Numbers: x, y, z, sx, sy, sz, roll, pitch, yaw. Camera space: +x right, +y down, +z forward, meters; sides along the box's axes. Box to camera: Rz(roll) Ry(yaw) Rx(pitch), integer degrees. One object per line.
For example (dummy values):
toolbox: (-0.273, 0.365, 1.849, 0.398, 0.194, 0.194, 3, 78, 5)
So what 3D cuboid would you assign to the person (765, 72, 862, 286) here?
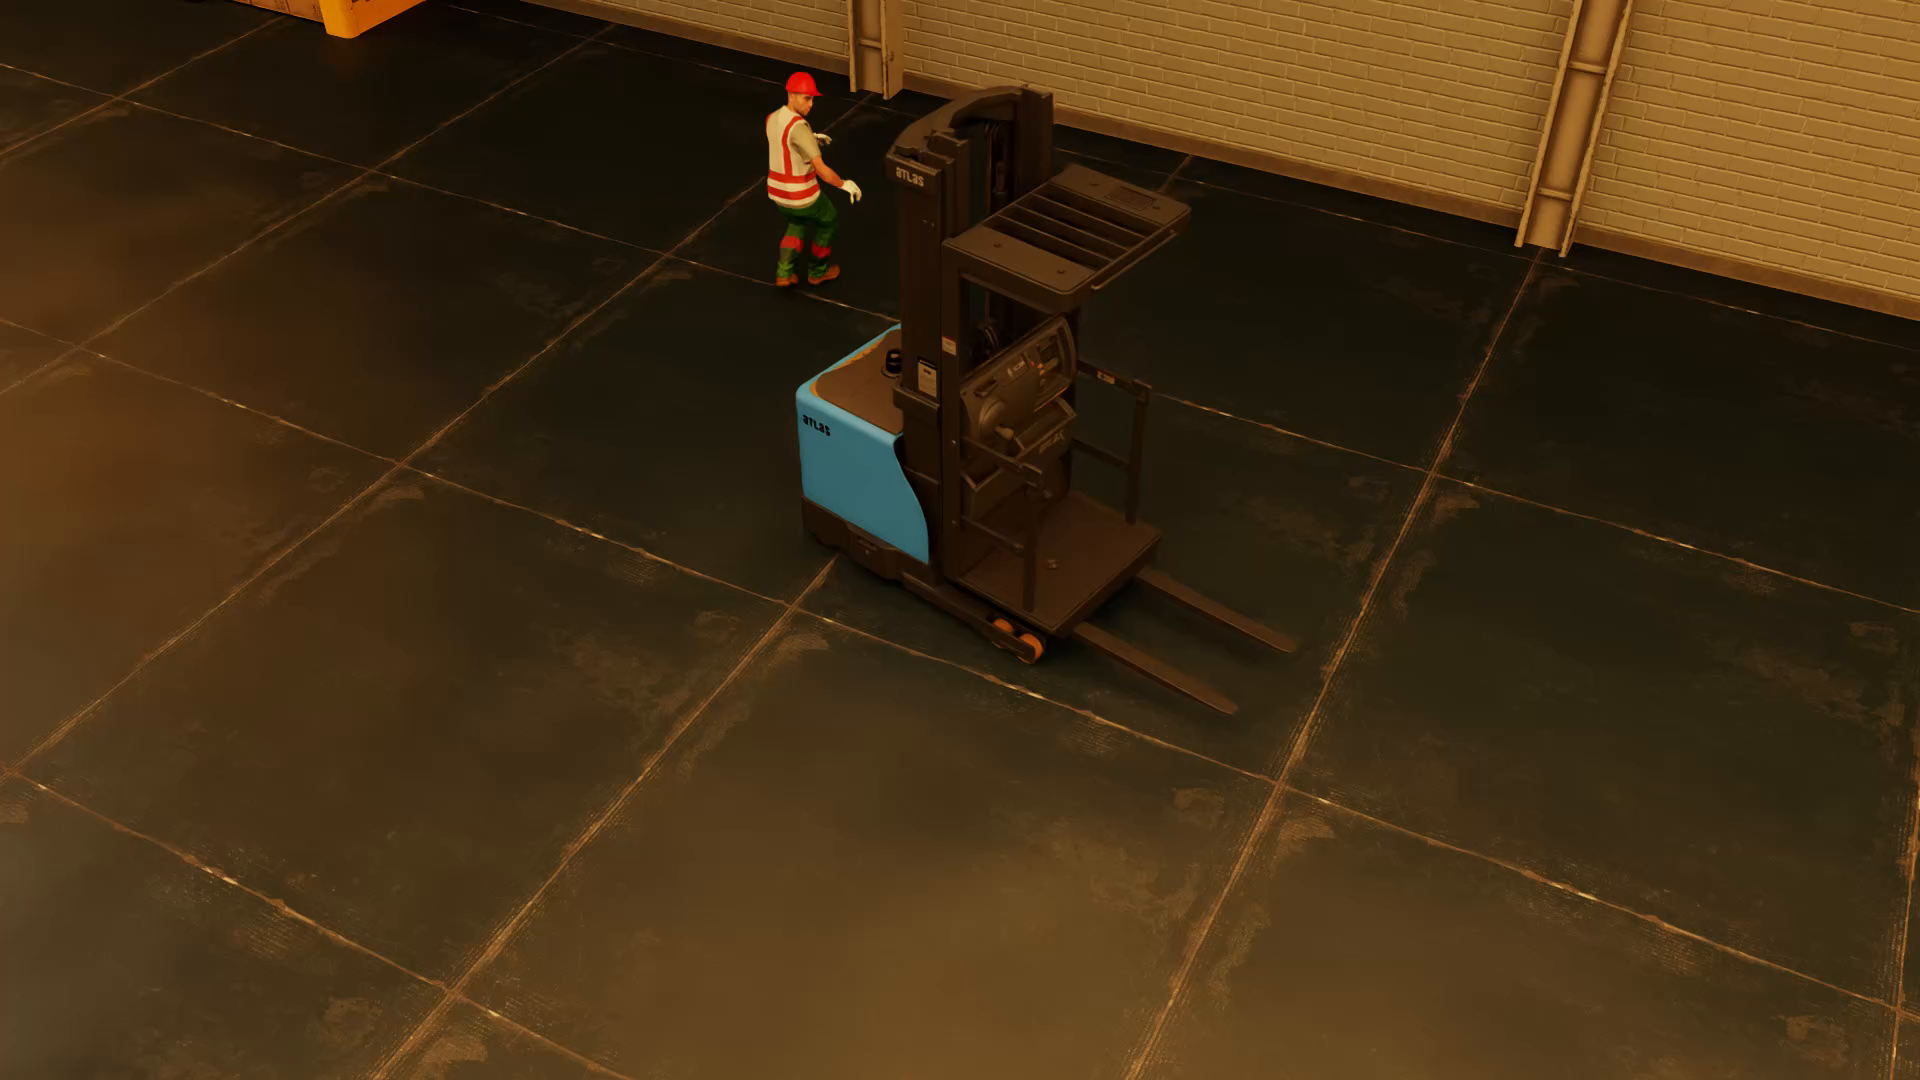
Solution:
person: (-1.041, -2.587, 12.037, 0.859, 1.663, 0.784, 30, 48, 30)

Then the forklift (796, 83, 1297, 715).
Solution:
forklift: (0.488, -0.811, 8.950, 3.031, 2.935, 1.130, 28, 47, 29)
